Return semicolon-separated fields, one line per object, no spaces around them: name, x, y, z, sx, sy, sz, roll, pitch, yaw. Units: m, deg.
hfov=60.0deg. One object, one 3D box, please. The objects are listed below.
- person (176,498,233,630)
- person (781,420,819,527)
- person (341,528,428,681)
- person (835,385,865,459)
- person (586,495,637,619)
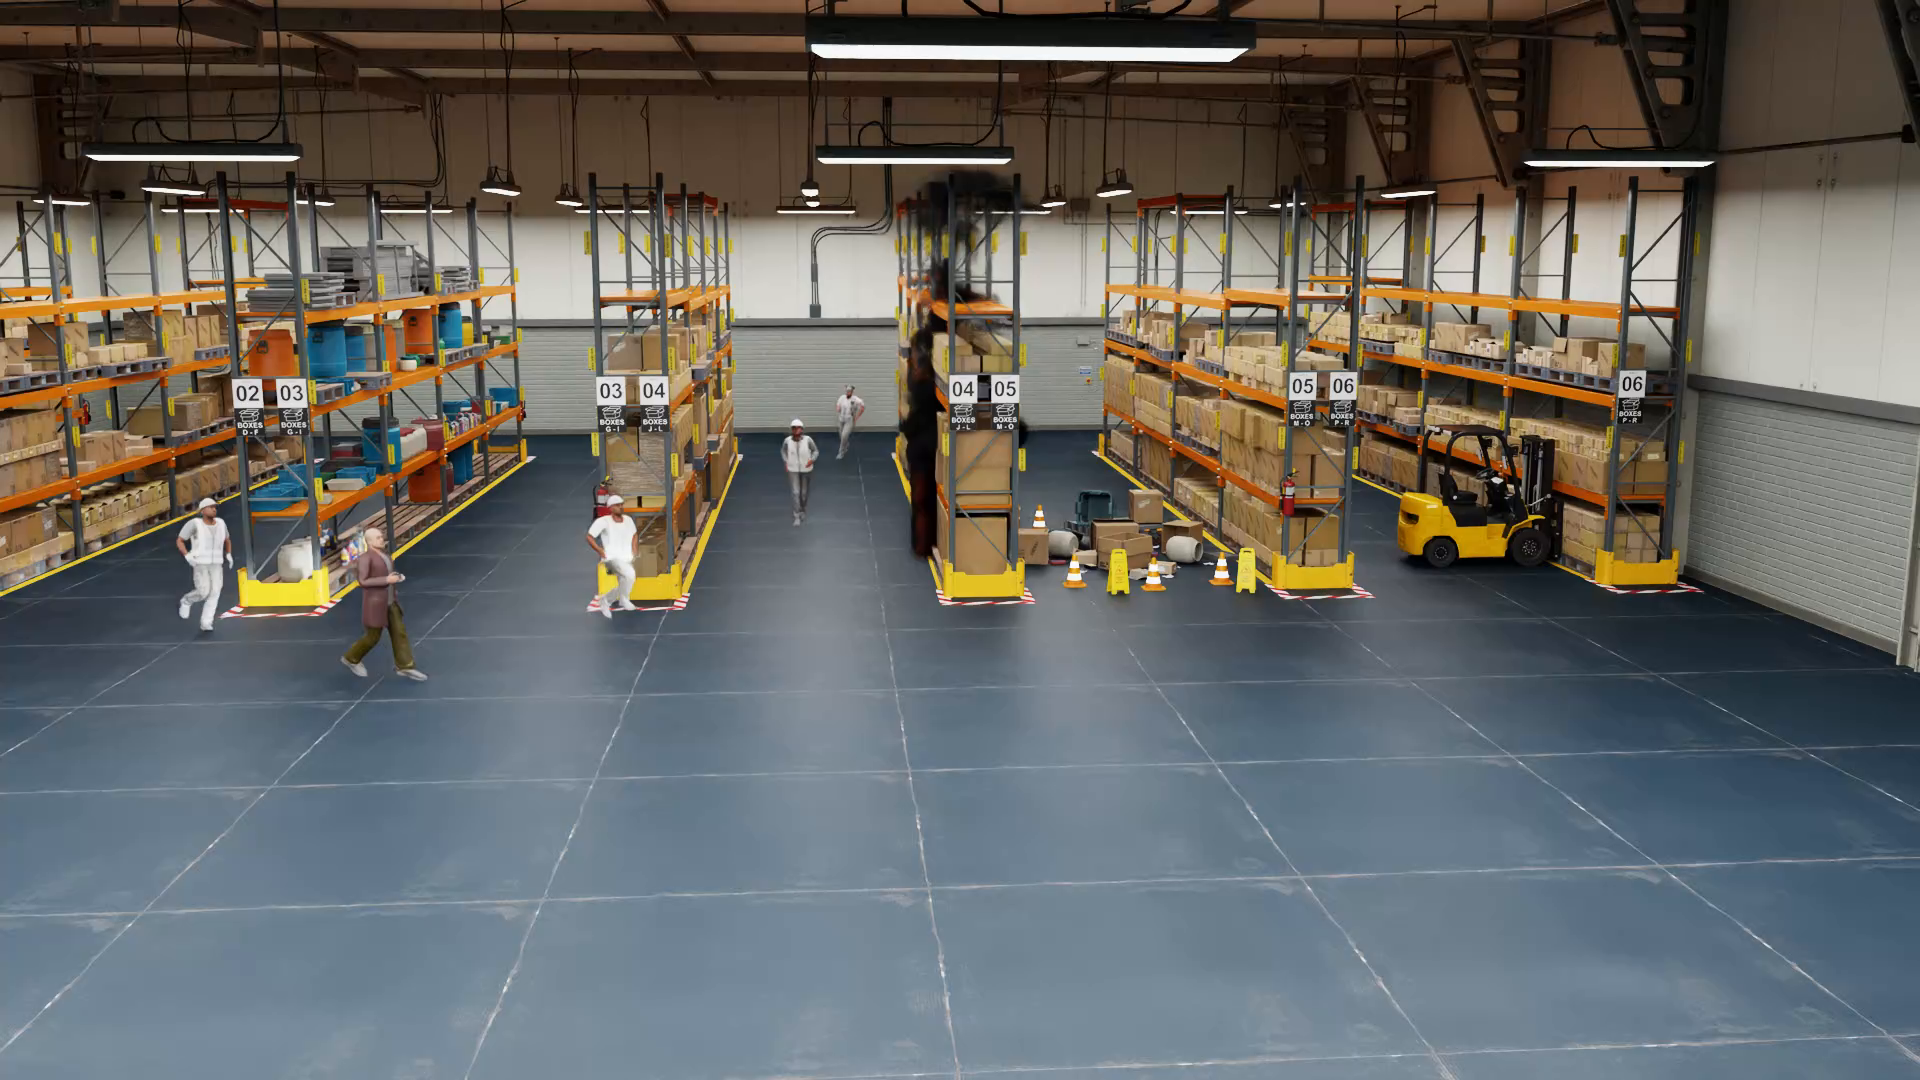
person;-9.972;0.301;22.073;0.698;1.712;0.731;7;12;36
person;-2.755;-1.181;28.641;0.659;1.809;0.766;-1;10;-6
person;-6.696;0.745;19.181;1.034;1.784;0.701;2;10;14
person;-2.664;-2.851;39.858;0.710;1.770;0.855;5;11;25
person;-4.547;0.250;22.126;0.876;1.704;0.754;10;14;44
